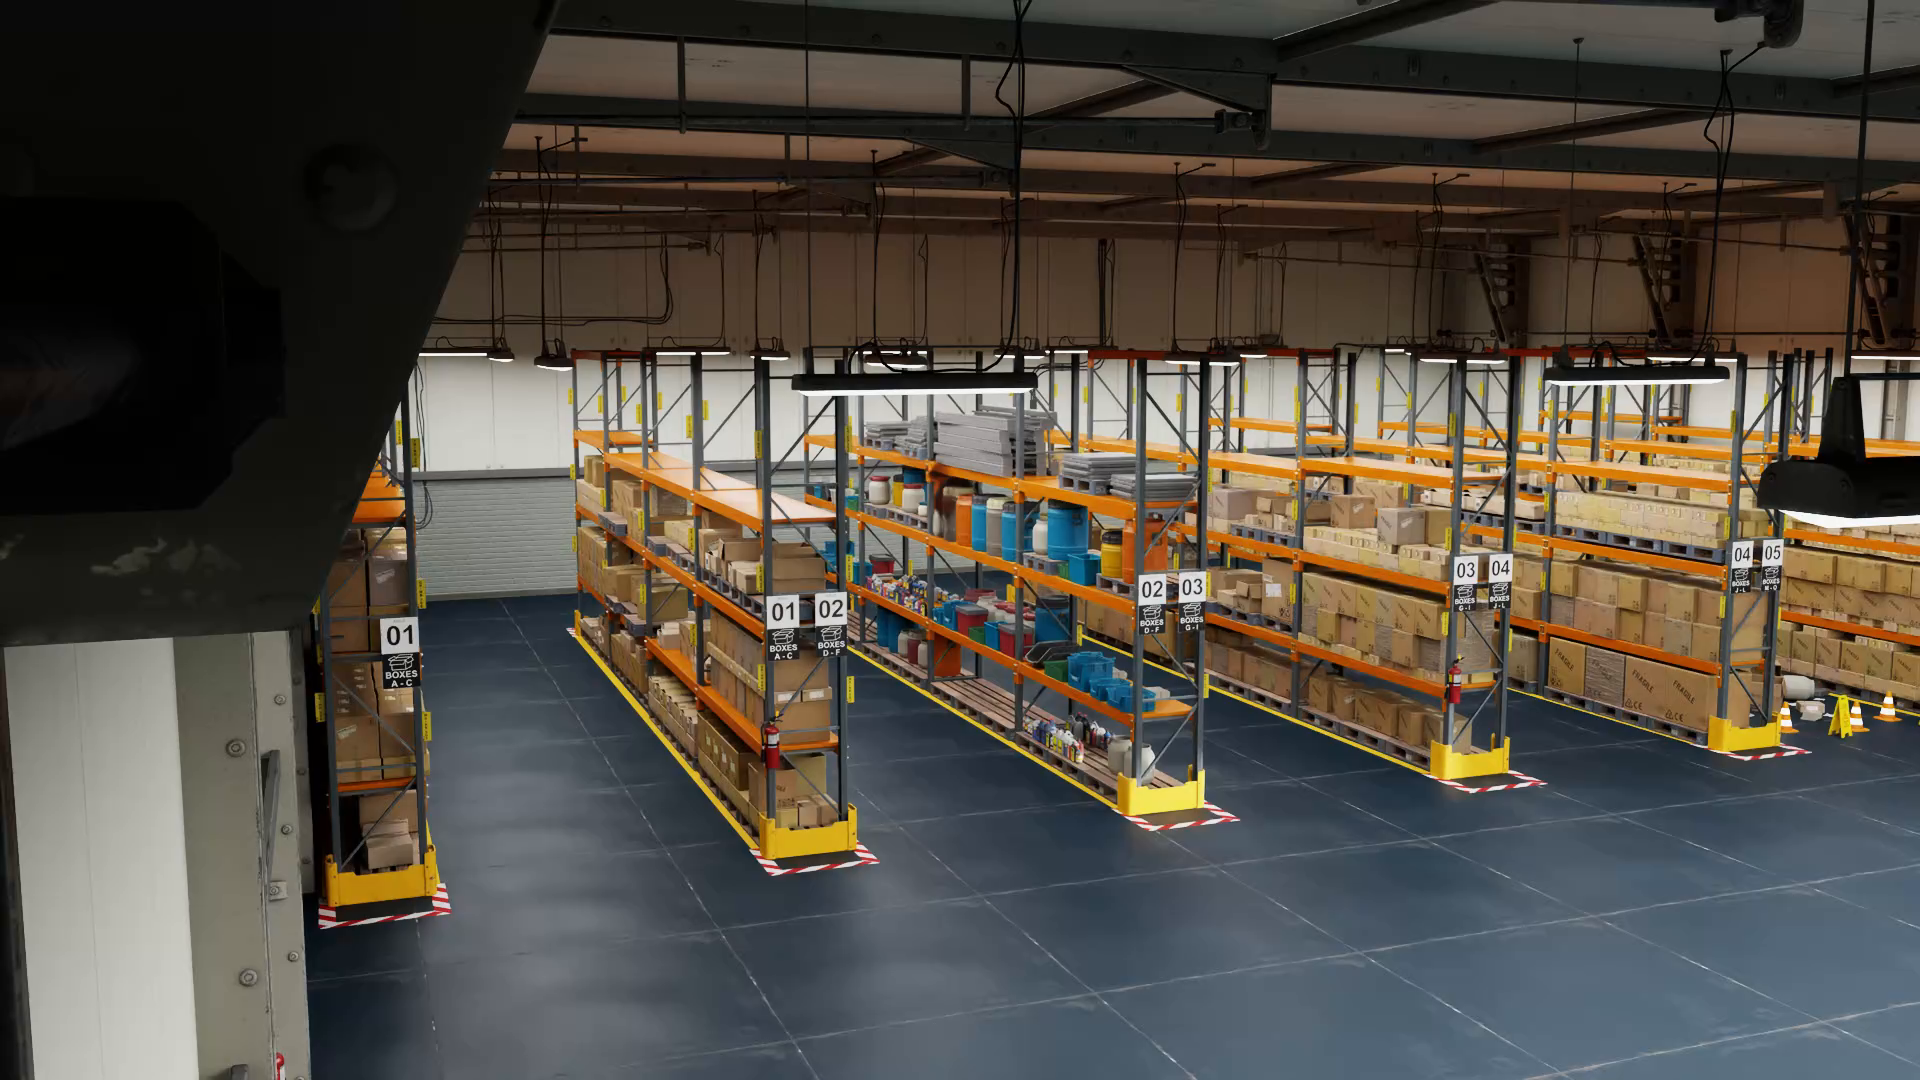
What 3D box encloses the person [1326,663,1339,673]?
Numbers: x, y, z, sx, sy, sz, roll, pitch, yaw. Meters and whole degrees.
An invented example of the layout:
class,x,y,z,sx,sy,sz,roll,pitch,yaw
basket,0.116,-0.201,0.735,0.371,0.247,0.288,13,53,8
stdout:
class,x,y,z,sx,sy,sz,roll,pitch,yaw
person,7.029,1.598,30.924,0.542,1.771,0.606,1,7,4
